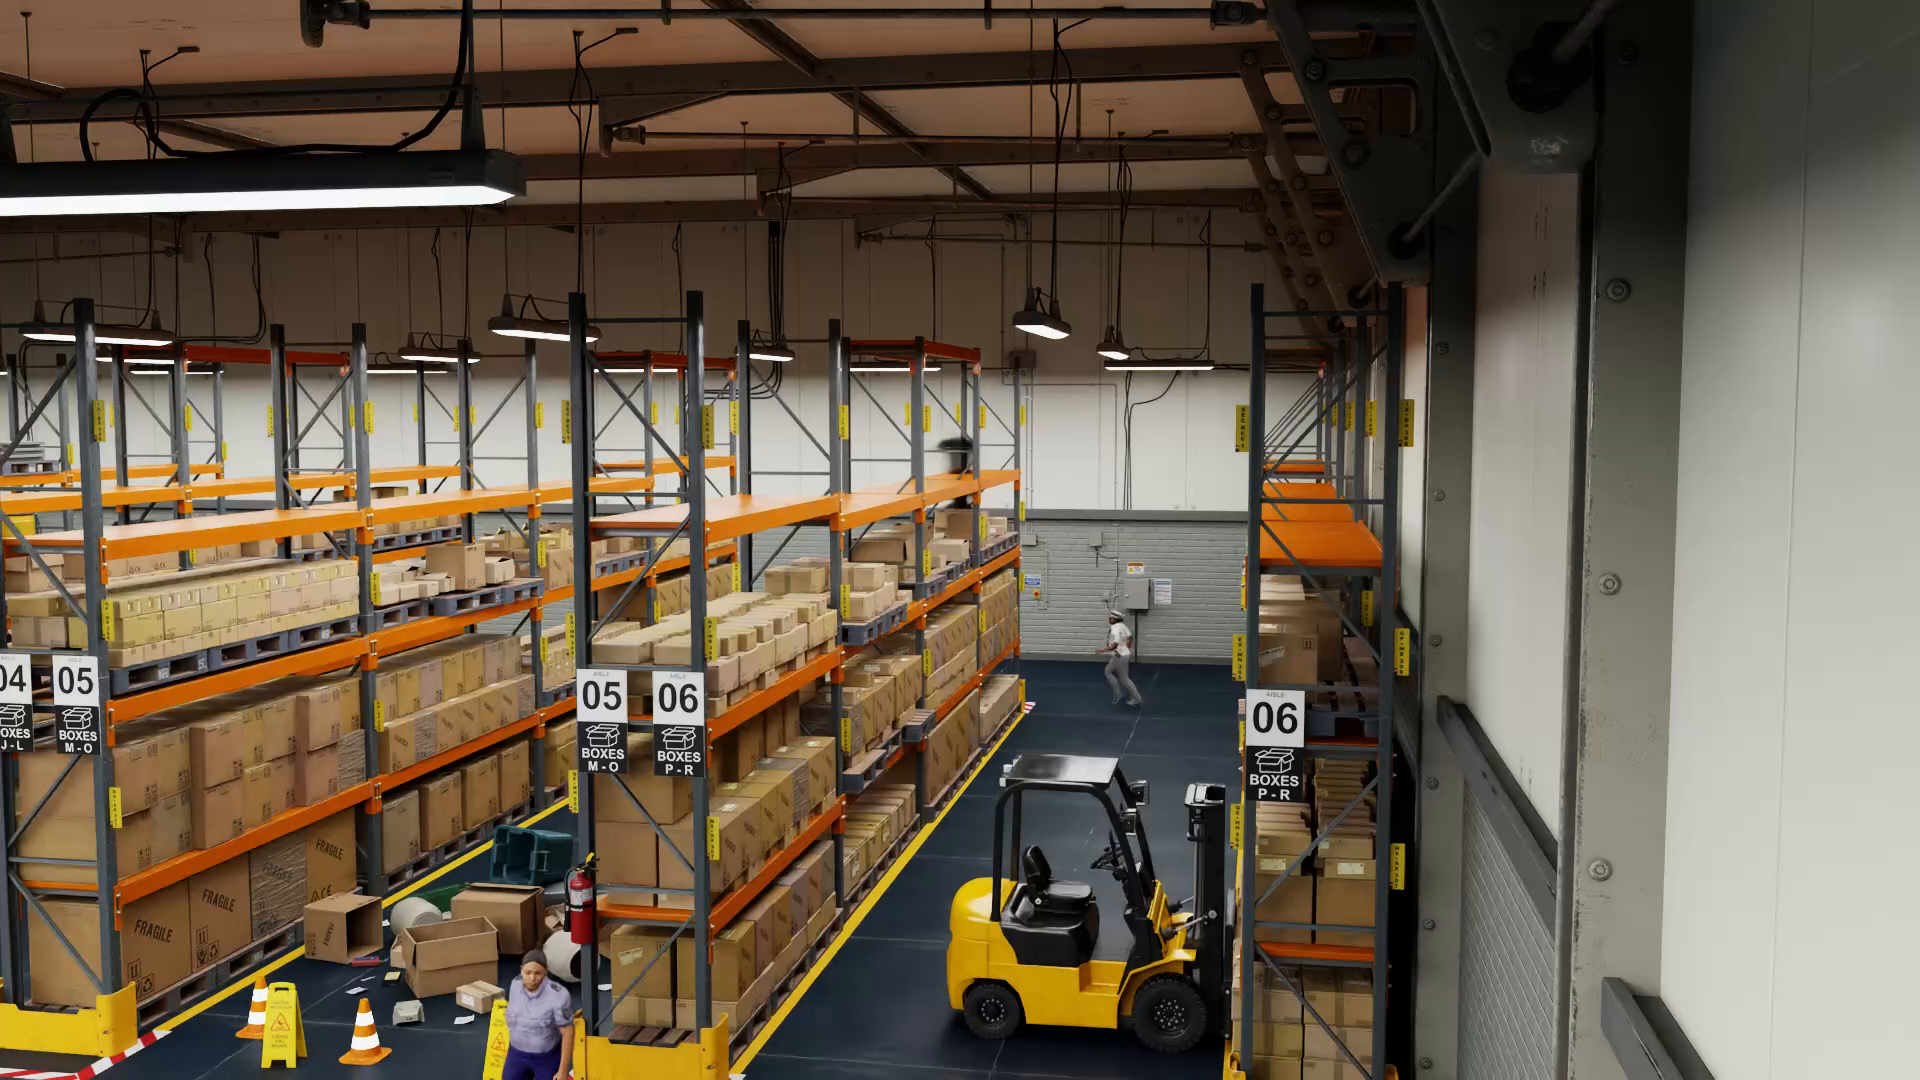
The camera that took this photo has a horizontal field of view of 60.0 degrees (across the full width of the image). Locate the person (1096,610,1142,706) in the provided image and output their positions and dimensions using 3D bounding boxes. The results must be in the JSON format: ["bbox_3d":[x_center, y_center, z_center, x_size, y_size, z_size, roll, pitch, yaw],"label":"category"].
[{"bbox_3d":[2.742,2.054,28.602,0.793,1.723,0.481,1,5,13],"label":"person"}]

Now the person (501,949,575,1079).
[{"bbox_3d":[-2.838,3.477,11.142,0.649,1.616,0.532,1,5,12],"label":"person"}]
